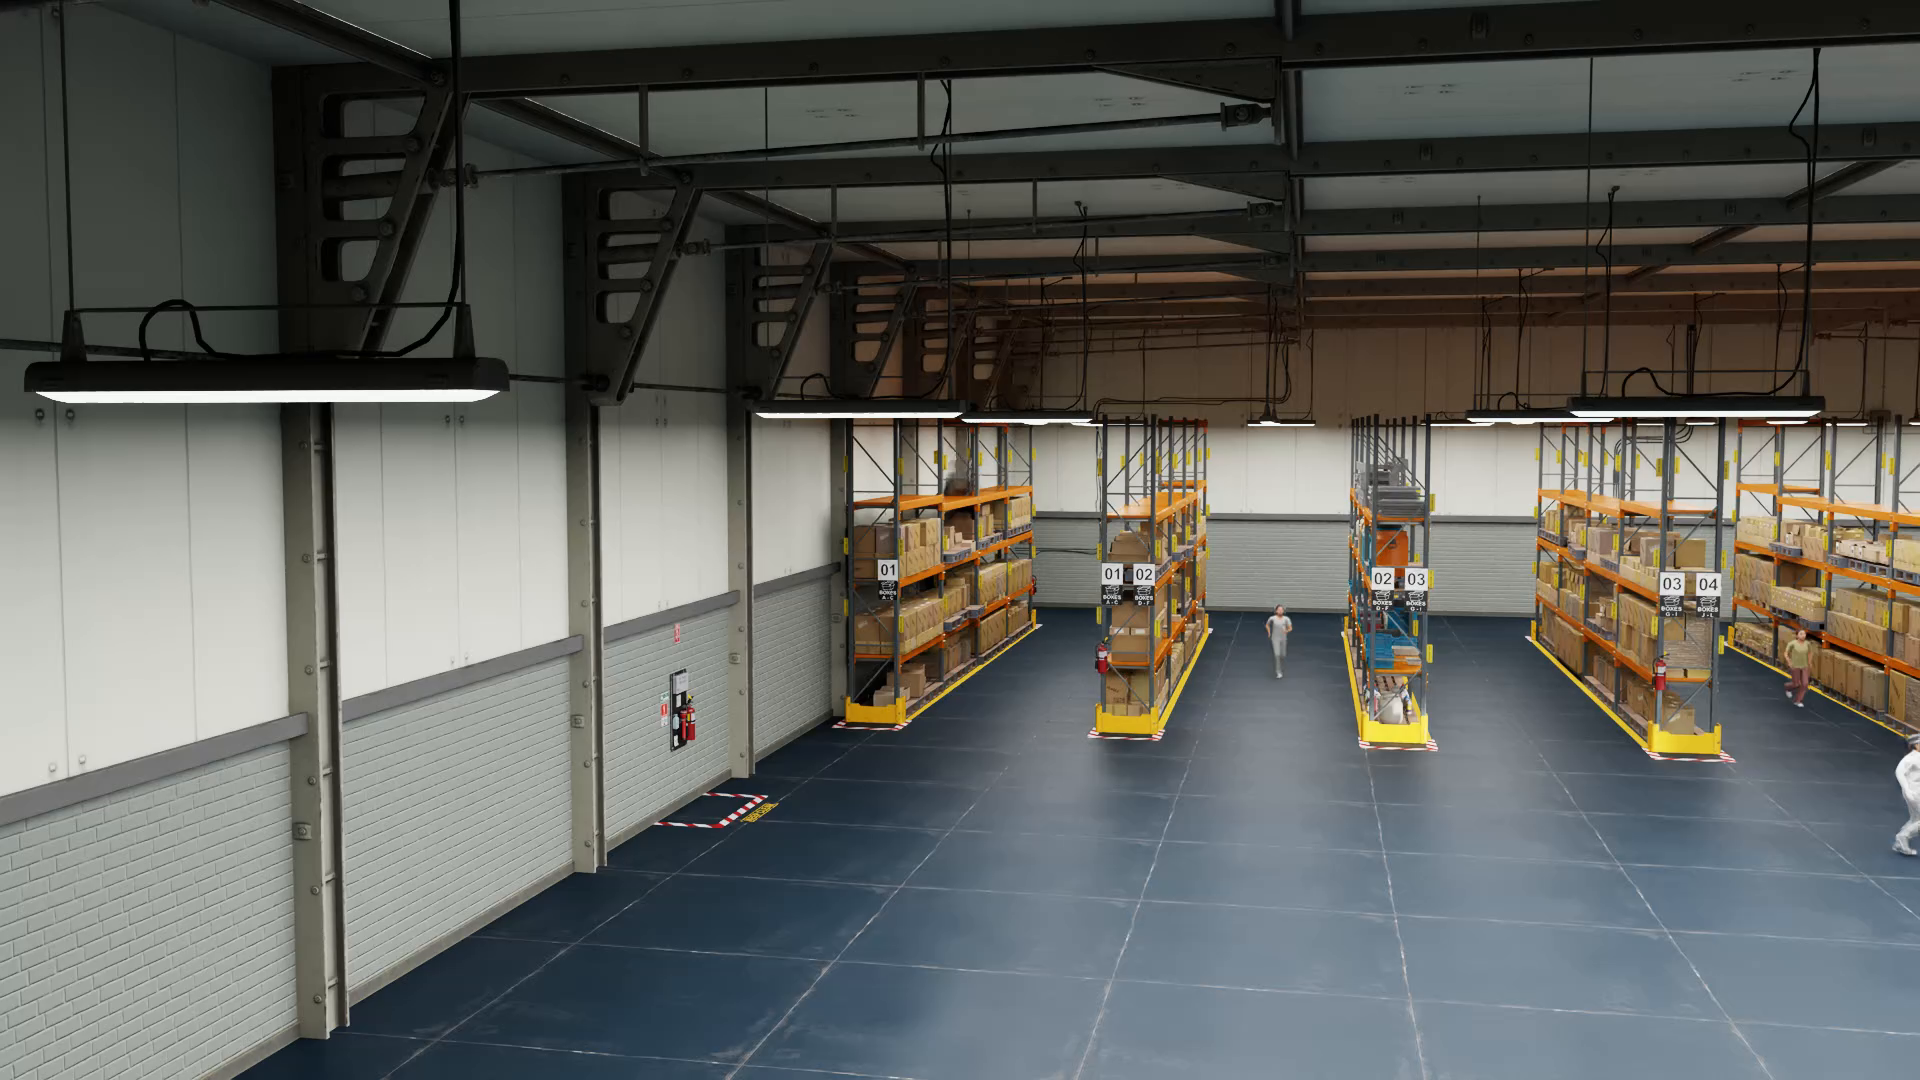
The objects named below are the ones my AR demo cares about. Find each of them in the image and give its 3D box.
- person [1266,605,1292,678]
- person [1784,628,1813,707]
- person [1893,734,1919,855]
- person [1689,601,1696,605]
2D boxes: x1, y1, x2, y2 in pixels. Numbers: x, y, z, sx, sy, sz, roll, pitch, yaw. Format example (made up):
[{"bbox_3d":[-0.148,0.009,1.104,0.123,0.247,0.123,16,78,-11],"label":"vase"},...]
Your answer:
[{"bbox_3d":[7.383,2.317,38.419,0.580,1.659,0.845,0,4,1],"label":"person"},{"bbox_3d":[17.364,2.624,34.464,0.569,1.621,0.622,0,4,5],"label":"person"},{"bbox_3d":[12.861,3.403,22.301,0.567,1.657,0.623,3,5,35],"label":"person"},{"bbox_3d":[19.511,1.900,44.442,0.648,1.729,0.700,-3,5,-41],"label":"person"}]
